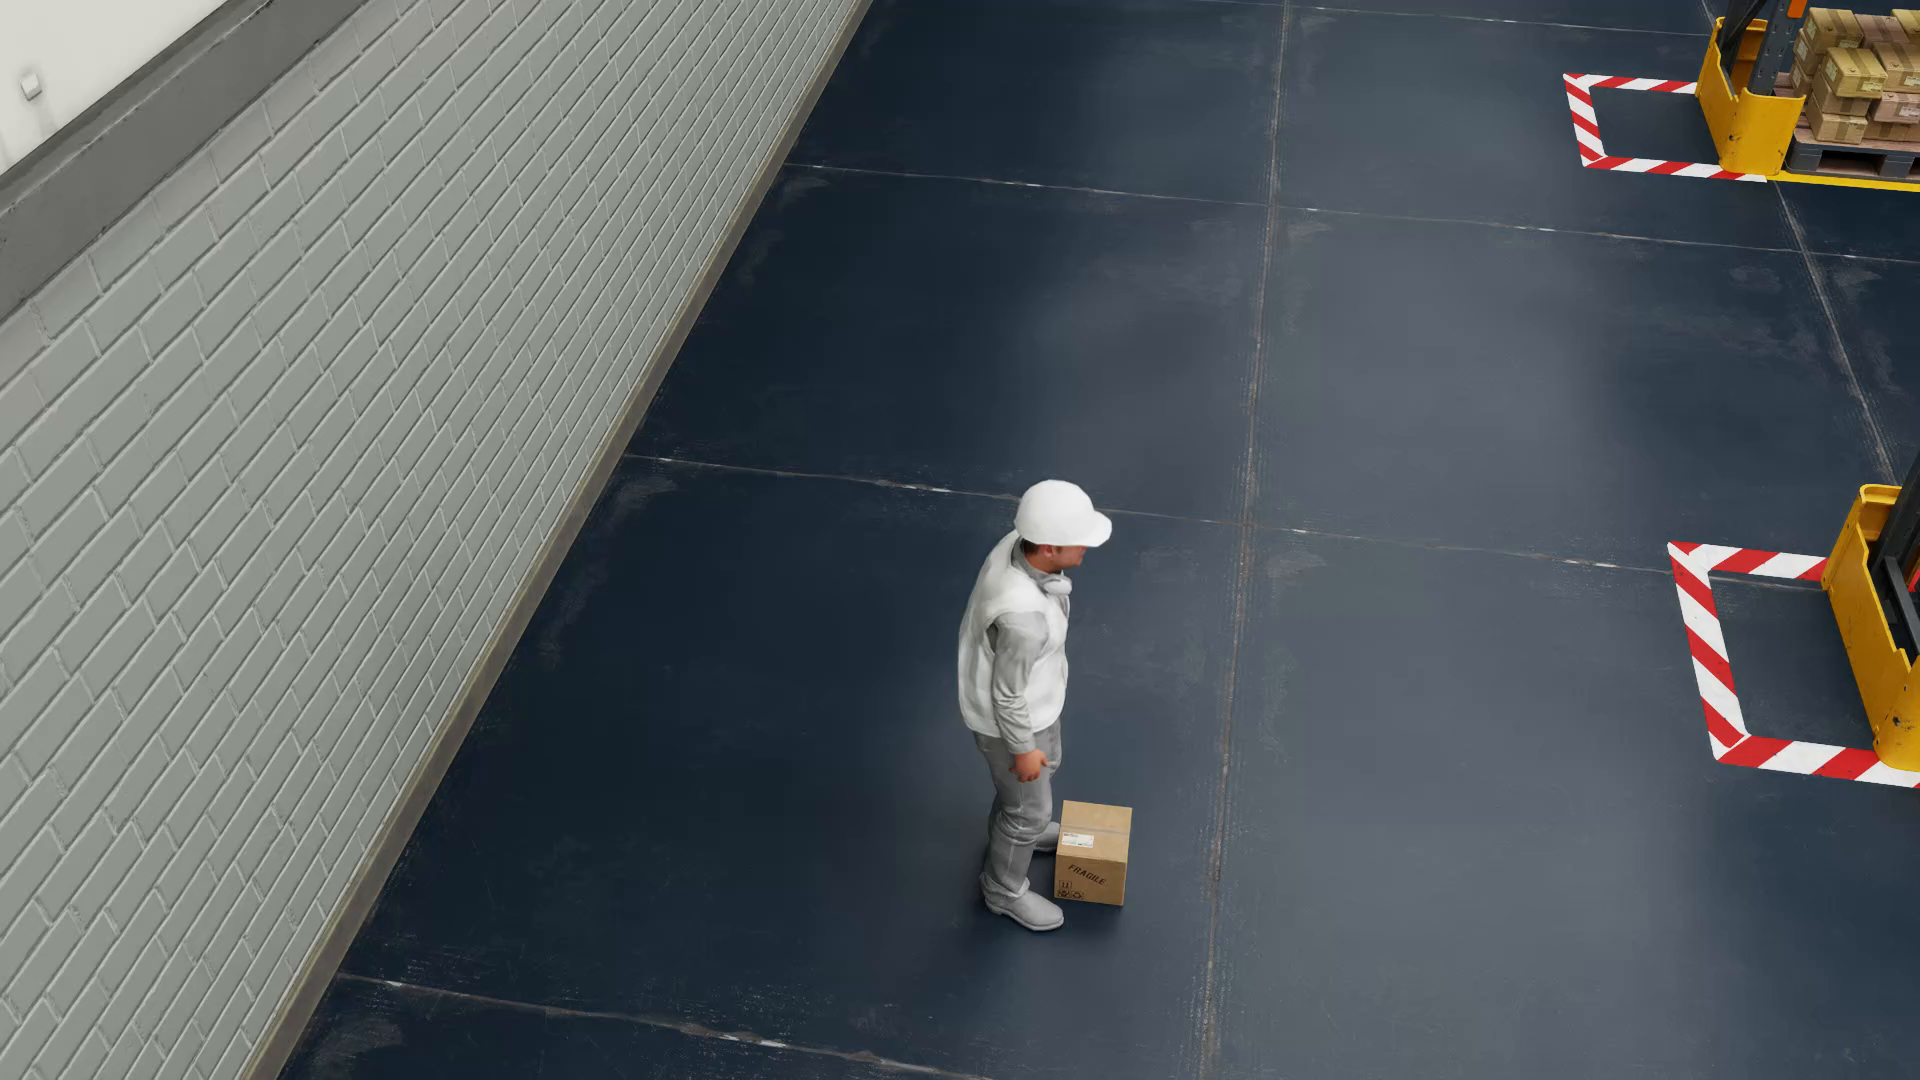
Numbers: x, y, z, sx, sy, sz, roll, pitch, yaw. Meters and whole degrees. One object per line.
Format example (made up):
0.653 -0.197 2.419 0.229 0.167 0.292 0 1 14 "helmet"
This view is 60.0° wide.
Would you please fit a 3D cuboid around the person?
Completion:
0.226 0.523 5.519 0.465 1.771 0.581 6 41 7 "person"
